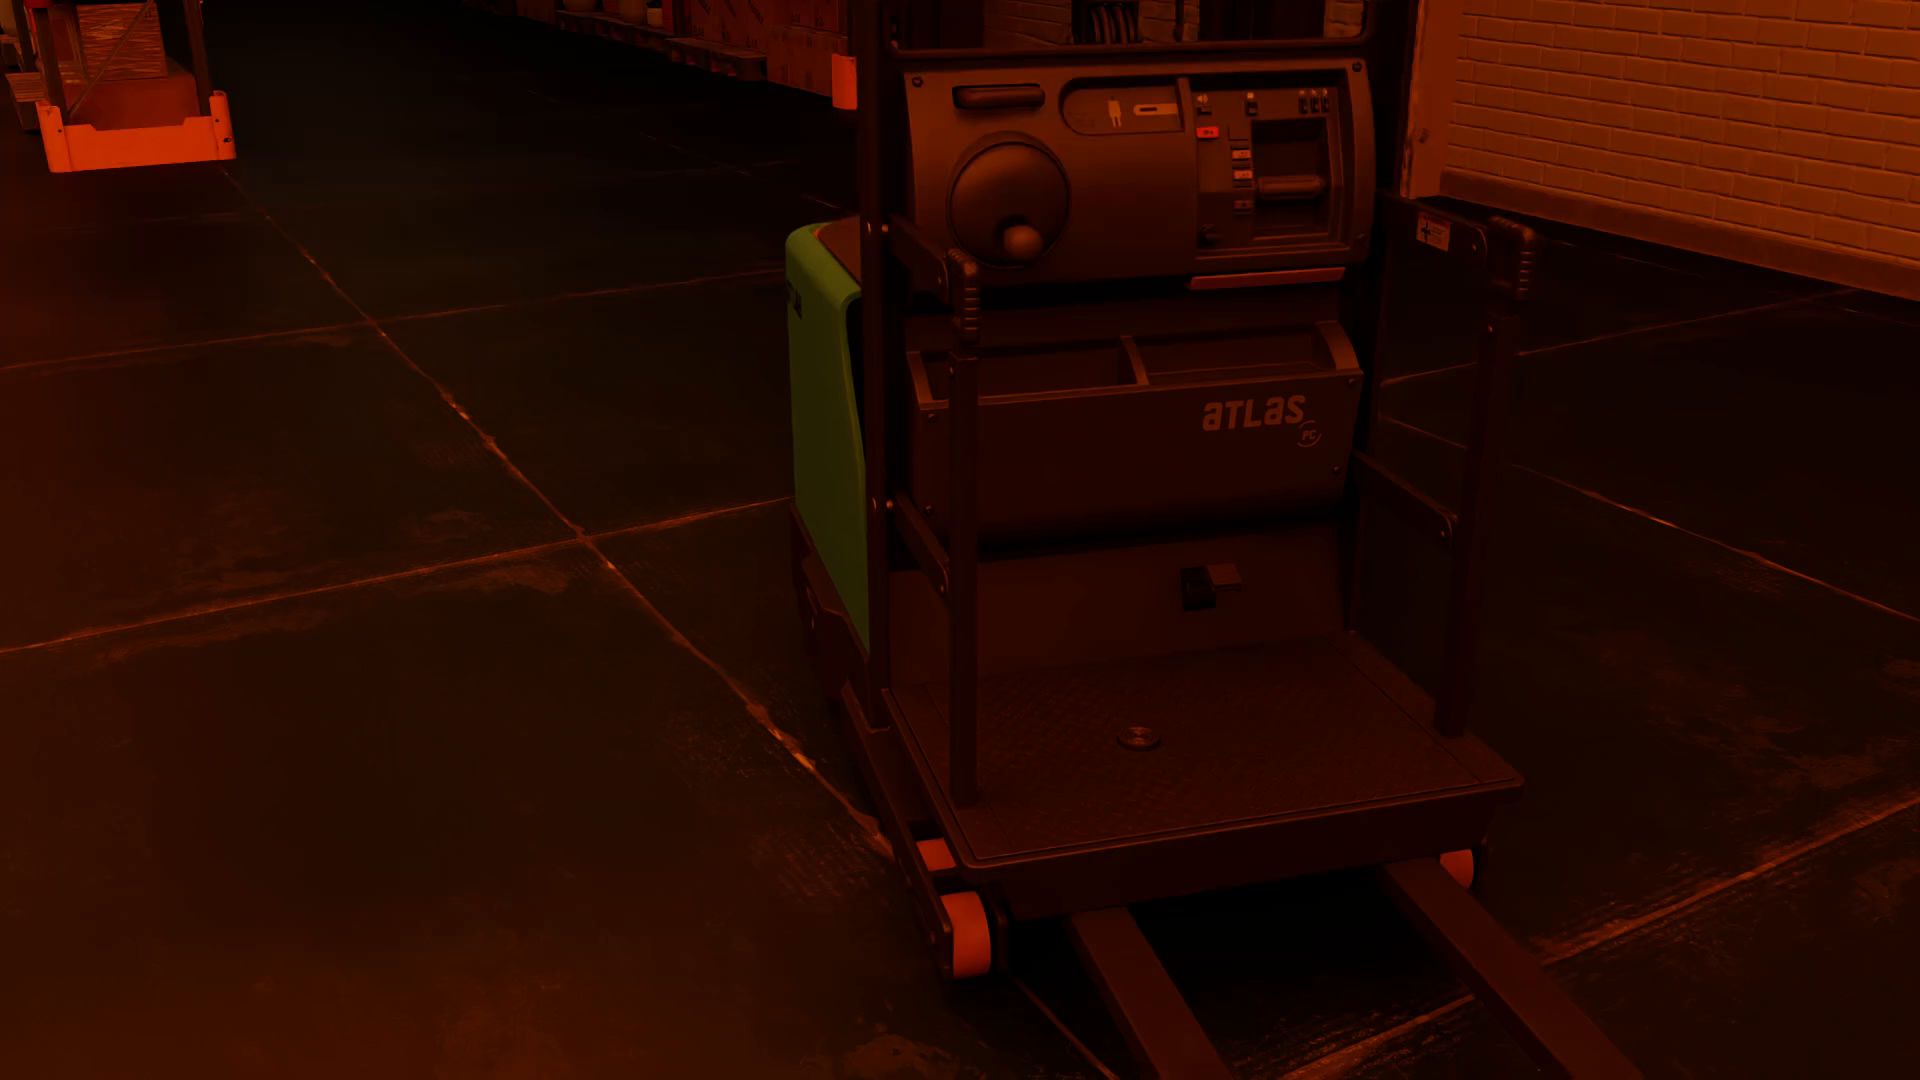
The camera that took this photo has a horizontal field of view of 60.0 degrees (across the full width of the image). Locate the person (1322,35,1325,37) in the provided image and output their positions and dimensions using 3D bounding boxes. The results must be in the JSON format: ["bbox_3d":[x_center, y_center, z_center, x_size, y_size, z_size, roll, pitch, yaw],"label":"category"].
[{"bbox_3d":[0.950,-0.785,4.785,0.423,1.717,0.861,-11,25,-25],"label":"person"}]

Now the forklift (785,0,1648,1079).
[{"bbox_3d":[0.412,-0.694,2.964,1.130,2.935,3.031,-6,23,-14],"label":"forklift"}]
